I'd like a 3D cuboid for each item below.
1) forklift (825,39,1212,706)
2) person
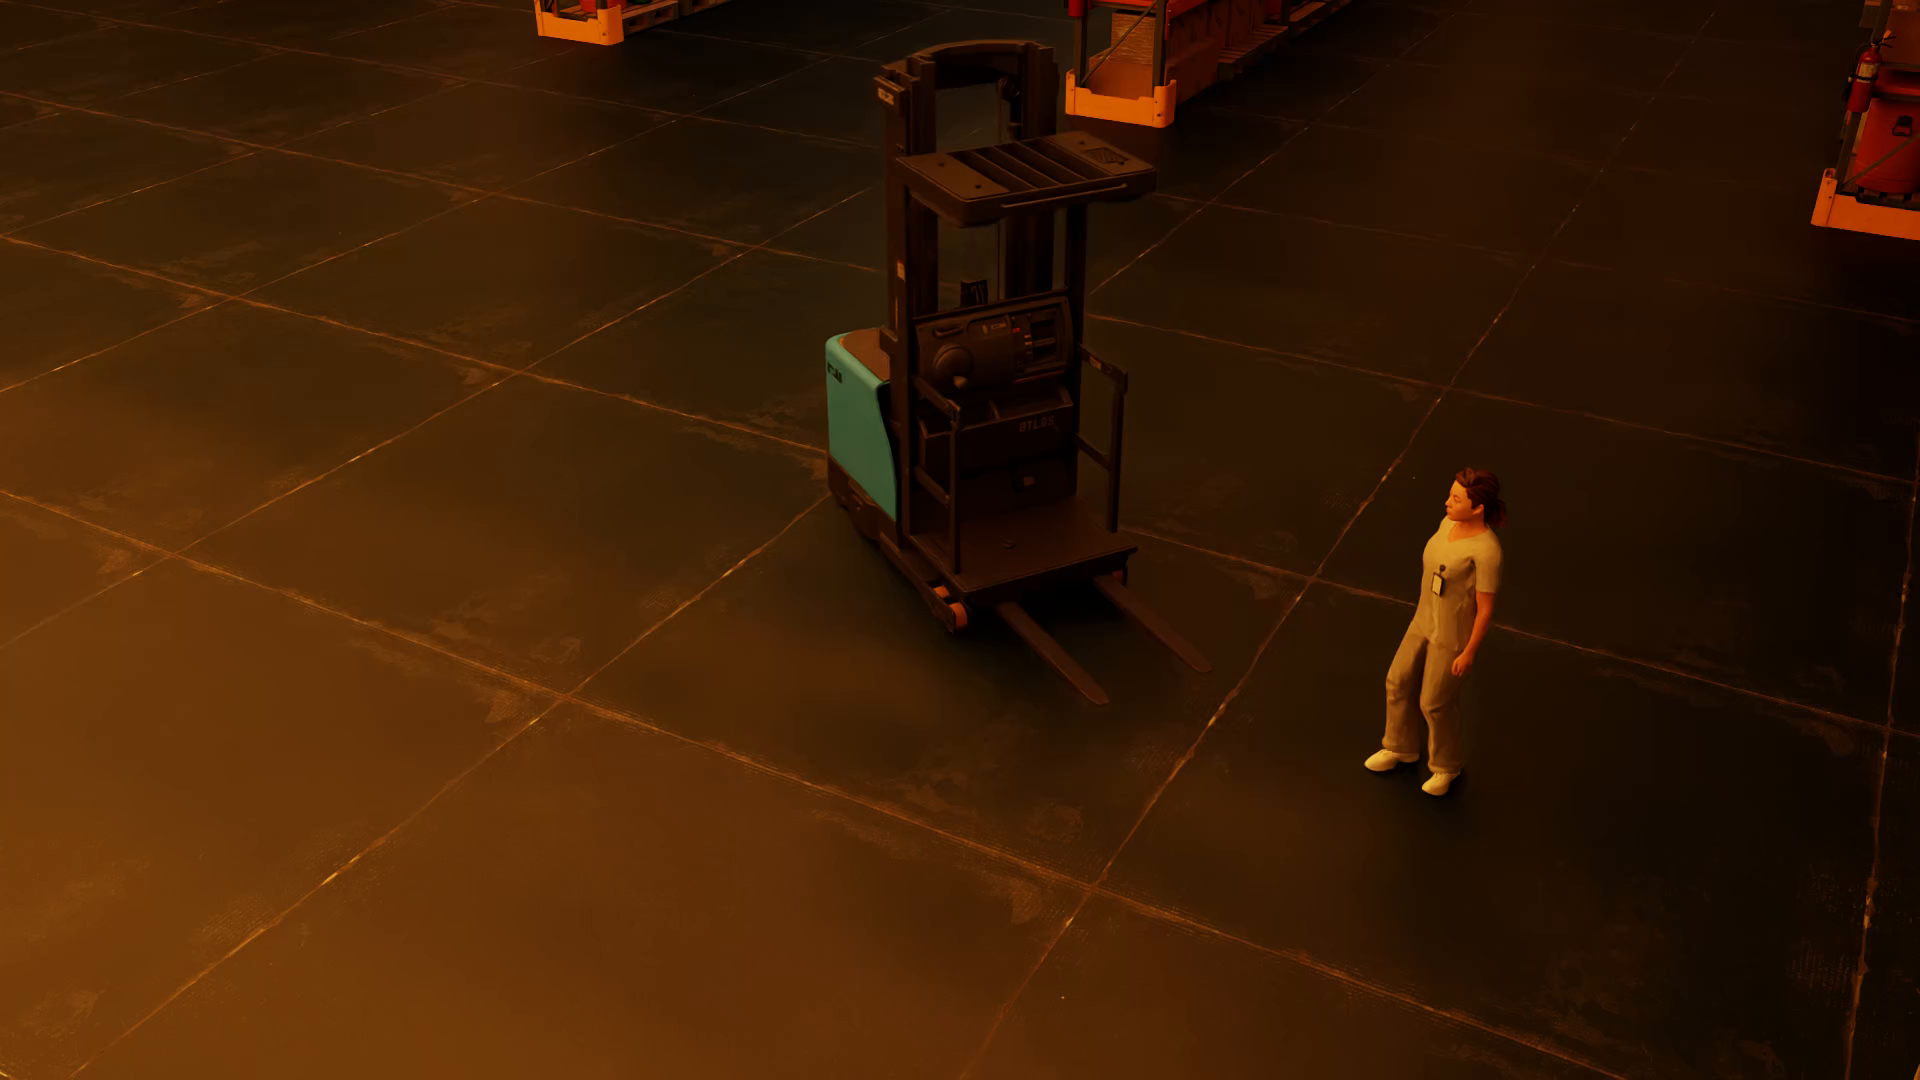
[{"bbox_3d":[0.293,-1.015,8.830,1.130,2.935,3.031,-14,33,-23],"label":"forklift"},{"bbox_3d":[2.208,0.430,7.610,0.454,1.660,0.493,-7,31,-11],"label":"person"}]
